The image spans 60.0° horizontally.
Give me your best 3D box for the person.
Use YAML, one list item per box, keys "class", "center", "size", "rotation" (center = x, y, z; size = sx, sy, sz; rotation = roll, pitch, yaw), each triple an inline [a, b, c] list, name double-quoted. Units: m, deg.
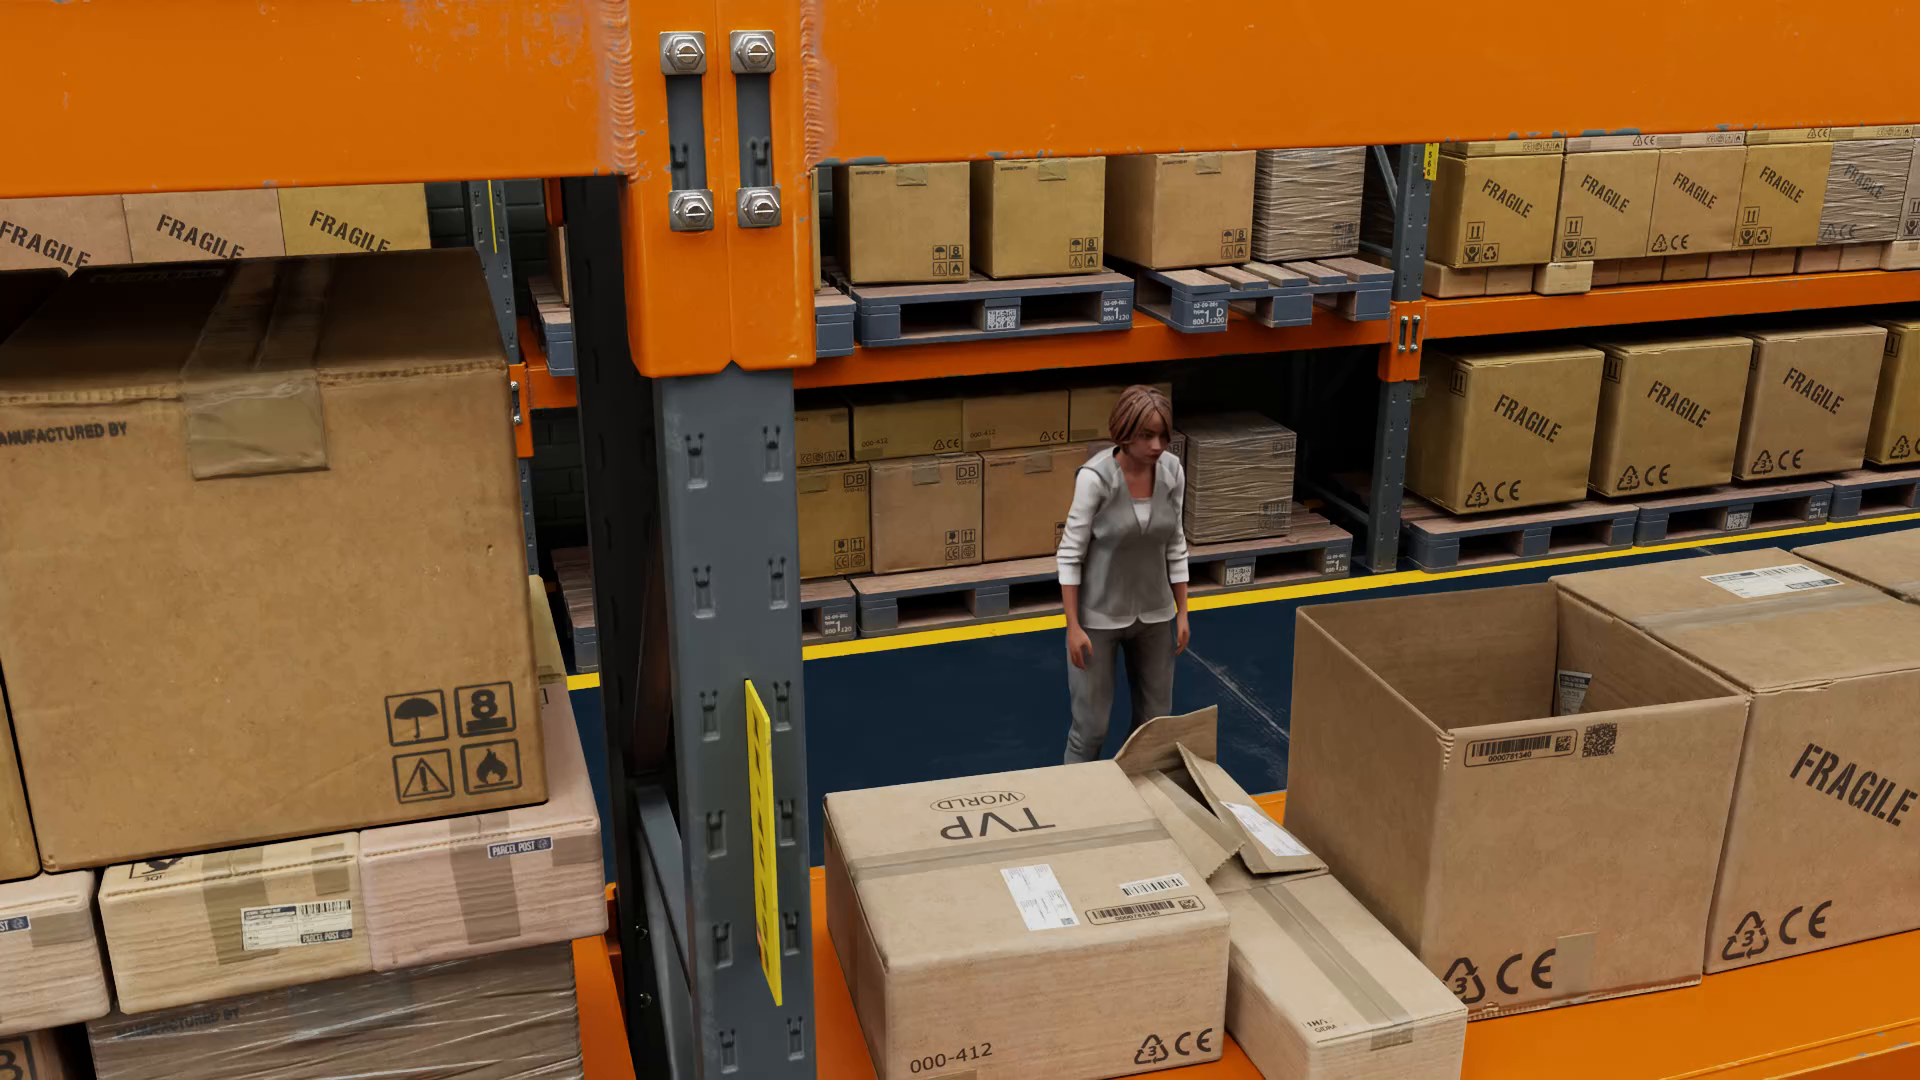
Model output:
- class: "person"
  center: [0.522, 0.272, 5.316]
  size: [0.460, 1.594, 0.342]
  rotation: [-7, 21, -19]
